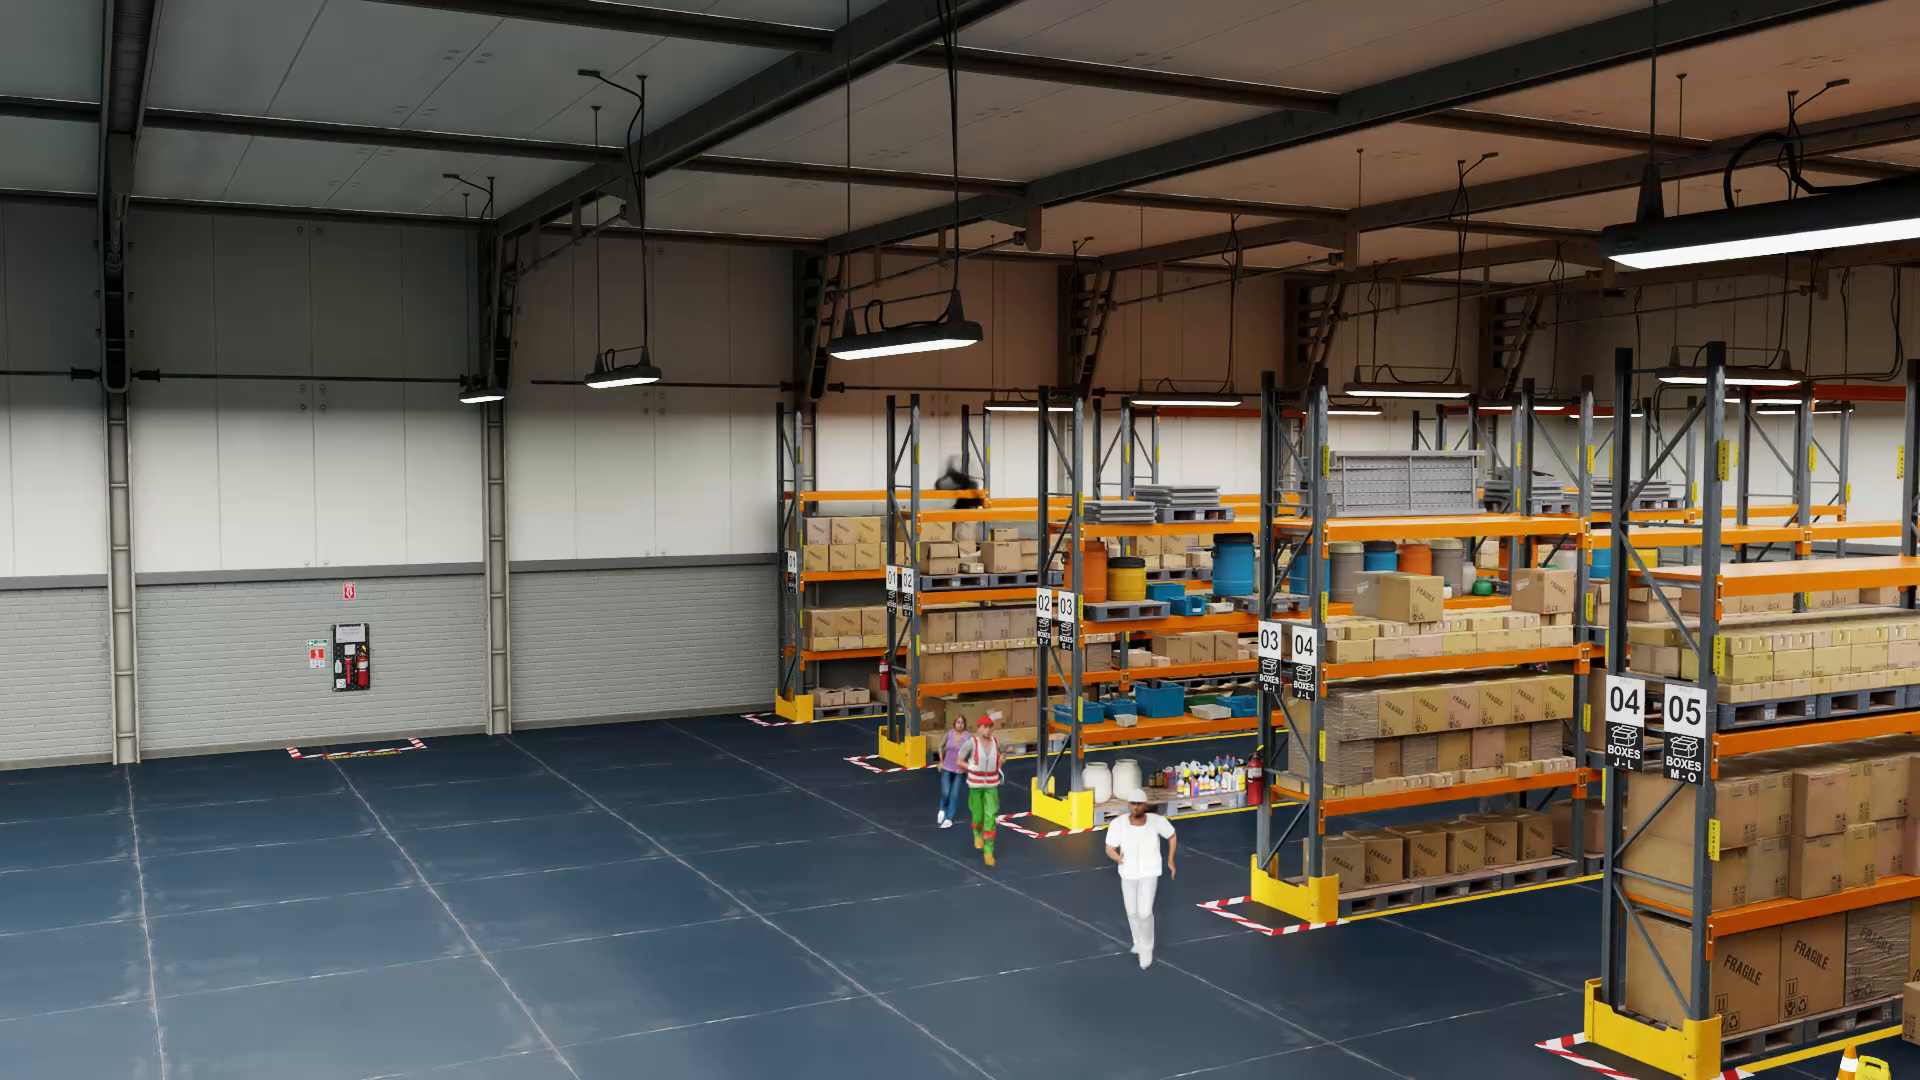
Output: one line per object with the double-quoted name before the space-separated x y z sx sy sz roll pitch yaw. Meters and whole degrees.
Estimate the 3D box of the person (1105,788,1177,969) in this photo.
"person" 1.781 3.351 16.526 0.669 1.783 0.800 1 3 17

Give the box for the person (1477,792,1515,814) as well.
"person" 7.529 3.015 23.190 0.799 1.753 0.553 -2 4 -34

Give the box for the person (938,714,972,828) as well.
"person" -0.056 3.123 22.409 0.539 1.547 0.505 0 3 7

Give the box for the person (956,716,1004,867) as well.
"person" 0.260 3.040 20.816 0.633 1.715 0.787 0 3 -9
